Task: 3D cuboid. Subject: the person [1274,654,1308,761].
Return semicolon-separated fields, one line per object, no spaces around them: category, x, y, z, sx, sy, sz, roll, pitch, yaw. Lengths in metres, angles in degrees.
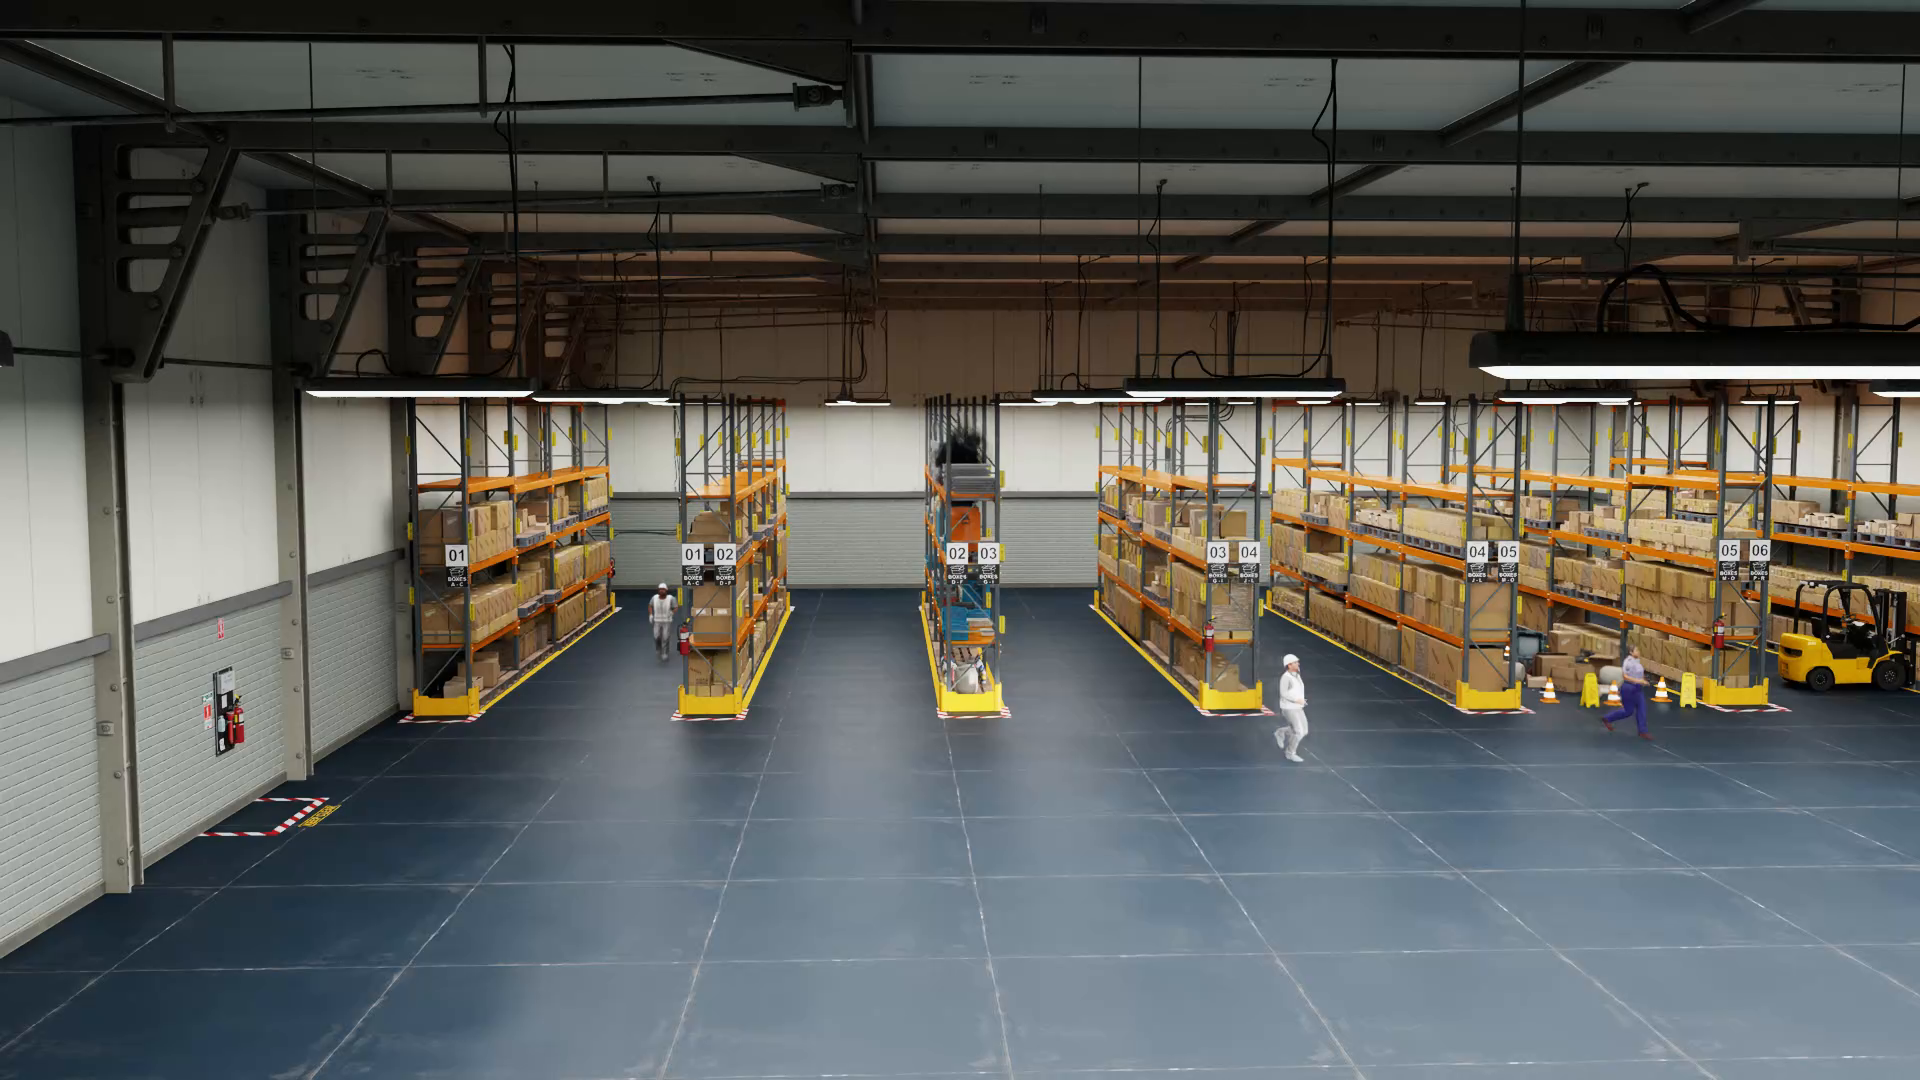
person;5.400;2.725;27.130;0.609;1.735;0.691;3;5;30

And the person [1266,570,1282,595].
person;9.317;1.055;48.986;0.512;1.643;0.664;-1;5;-10

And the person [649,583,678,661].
person;-6.730;1.867;37.689;0.679;1.764;0.660;0;5;-5

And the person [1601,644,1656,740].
person;11.662;2.627;28.888;0.852;1.644;0.612;4;6;39
